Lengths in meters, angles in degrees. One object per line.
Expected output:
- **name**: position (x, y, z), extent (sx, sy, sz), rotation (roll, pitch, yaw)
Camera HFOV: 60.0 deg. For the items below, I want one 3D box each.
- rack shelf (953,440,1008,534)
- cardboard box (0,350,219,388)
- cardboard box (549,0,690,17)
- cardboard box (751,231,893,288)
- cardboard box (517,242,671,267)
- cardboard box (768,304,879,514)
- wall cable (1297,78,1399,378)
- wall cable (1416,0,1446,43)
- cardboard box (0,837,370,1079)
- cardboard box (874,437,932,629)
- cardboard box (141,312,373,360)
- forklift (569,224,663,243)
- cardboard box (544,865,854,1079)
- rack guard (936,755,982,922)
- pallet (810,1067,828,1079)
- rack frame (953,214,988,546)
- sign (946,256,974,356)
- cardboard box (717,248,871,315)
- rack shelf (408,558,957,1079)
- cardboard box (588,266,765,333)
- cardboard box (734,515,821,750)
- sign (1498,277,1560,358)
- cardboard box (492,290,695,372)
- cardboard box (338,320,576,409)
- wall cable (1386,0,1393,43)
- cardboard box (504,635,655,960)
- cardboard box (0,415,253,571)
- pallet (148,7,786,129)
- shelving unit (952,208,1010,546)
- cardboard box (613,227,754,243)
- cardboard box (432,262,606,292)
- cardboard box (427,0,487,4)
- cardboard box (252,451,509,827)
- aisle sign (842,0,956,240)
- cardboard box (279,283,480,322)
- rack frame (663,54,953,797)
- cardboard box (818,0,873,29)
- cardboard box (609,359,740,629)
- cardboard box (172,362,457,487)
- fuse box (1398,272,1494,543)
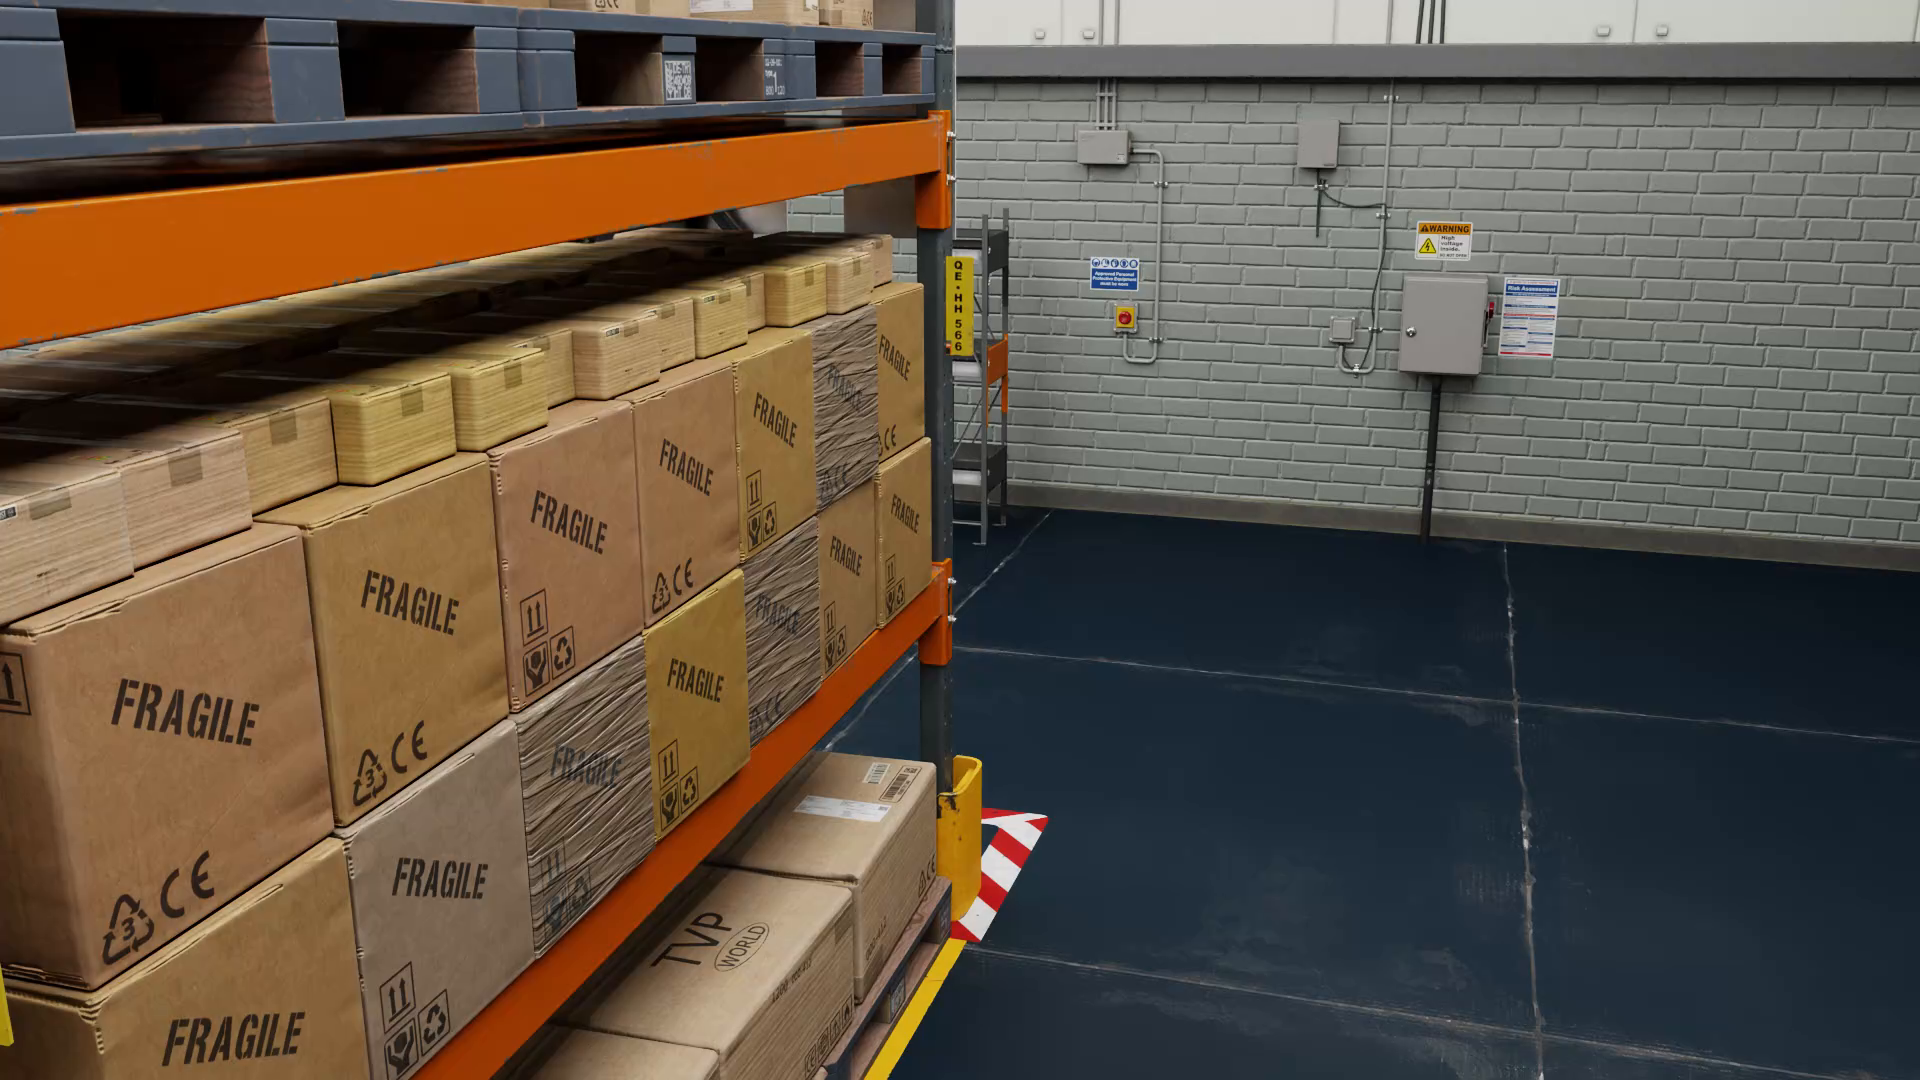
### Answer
- **rack shelf**: position (0.047, -0.367, 10.890), extent (0.431, 0.518, 0.480), rotation (5, 16, 16)
- **cardboard box**: position (-1.561, -0.240, 2.975), extent (0.380, 0.149, 0.250), rotation (4, 16, 15)
- **cardboard box**: position (-0.994, -1.410, 4.017), extent (0.500, 0.311, 0.500), rotation (5, 17, 17)
- **cardboard box**: position (-0.431, -0.879, 5.228), extent (0.380, 0.149, 0.250), rotation (5, 17, 17)
- **cardboard box**: position (-1.077, -0.784, 4.892), extent (0.380, 0.149, 0.250), rotation (5, 17, 18)
- **cardboard box**: position (-0.550, -0.393, 4.702), extent (0.500, 0.500, 0.500), rotation (5, 16, 16)
- **wall cable**: position (2.423, -2.006, 10.544), extent (0.588, 1.984, 0.122), rotation (5, 16, 16)
- **wall cable**: position (4.206, -4.277, 9.348), extent (2.988, 3.039, 0.133), rotation (5, 16, 16)
- **cardboard box**: position (-1.273, 0.748, 2.510), extent (0.500, 0.500, 0.500), rotation (5, 17, 18)
- **cardboard box**: position (-0.404, -0.049, 5.321), extent (0.500, 0.500, 0.500), rotation (5, 17, 16)
- **cardboard box**: position (-1.451, -0.377, 3.457), extent (0.380, 0.149, 0.250), rotation (4, 16, 15)
- **forklift**: position (-2.307, -1.111, 9.376), extent (3.031, 2.935, 1.130), rotation (-6, 17, -22)
- **cardboard box**: position (-0.864, 1.304, 4.662), extent (0.875, 0.438, 0.875), rotation (5, 17, 17)
- **rack guard**: position (-0.514, 1.049, 6.216), extent (1.175, 0.500, 0.348), rotation (5, 16, 16)
- **pallet**: position (-1.021, 1.727, 4.352), extent (1.003, 0.211, 1.213), rotation (5, 16, 16)
- **rack frame**: position (-0.022, -0.990, 10.470), extent (0.400, 2.100, 0.015), rotation (5, 16, 16)
- **sign**: position (-0.004, -0.773, 5.501), extent (0.100, 0.325, 0.005), rotation (5, 16, 16)
- **cardboard box**: position (-0.472, -0.737, 4.726), extent (0.380, 0.149, 0.250), rotation (4, 16, 15)
- **rack shelf**: position (-1.089, 0.722, 4.106), extent (1.077, 0.370, 4.000), rotation (5, 16, 16)
- **cardboard box**: position (-0.726, -0.611, 4.283), extent (0.380, 0.149, 0.250), rotation (4, 16, 15)
- **cardboard box**: position (-0.698, 0.217, 4.386), extent (0.500, 0.500, 0.500), rotation (5, 17, 17)
- **sign**: position (3.564, -1.394, 10.420), extent (0.329, 0.494, 0.001), rotation (5, 16, 16)
- **cardboard box**: position (-0.833, -0.474, 3.799), extent (0.380, 0.149, 0.250), rotation (5, 17, 18)
- **cardboard box**: position (-1.004, -0.343, 3.336), extent (0.380, 0.149, 0.250), rotation (5, 16, 16)
- **wall cable**: position (1.546, -4.485, 10.149), extent (2.355, 3.000, 0.029), rotation (5, 16, 16)
- **cardboard box**: position (-0.978, 0.487, 3.431), extent (0.500, 0.500, 0.500), rotation (5, 17, 16)
- **cardboard box**: position (-1.261, -0.073, 2.385), extent (0.380, 0.149, 0.250), rotation (5, 17, 17)
- **pallet**: position (-1.066, -1.033, 3.639), extent (1.003, 0.211, 1.213), rotation (5, 16, 16)
- **shelving unit**: position (0.047, -1.053, 10.696), extent (0.431, 2.100, 0.503), rotation (5, 16, 16)
- **cardboard box**: position (-0.887, -0.917, 5.362), extent (0.380, 0.149, 0.250), rotation (5, 17, 17)
- **cardboard box**: position (-1.158, -0.641, 4.388), extent (0.380, 0.149, 0.250), rotation (5, 17, 16)
- **cardboard box**: position (-1.305, -1.199, 2.921), extent (0.797, 0.503, 0.637), rotation (6, 17, 20)
- **cardboard box**: position (-1.140, 0.132, 2.850), extent (0.500, 0.500, 0.500), rotation (4, 16, 15)
- **aisle sign**: position (-0.203, -1.393, 5.479), extent (0.394, 0.787, 0.004), rotation (5, 16, 16)
- **cardboard box**: position (-1.368, -0.515, 3.943), extent (0.380, 0.149, 0.250), rotation (4, 16, 15)
- **rack frame**: position (-0.521, -0.148, 5.852), extent (1.000, 3.000, 0.127), rotation (5, 16, 16)
- **cardboard box**: position (-0.562, -1.644, 4.953), extent (0.500, 0.250, 0.500), rotation (3, 16, 11)
- **cardboard box**: position (-0.838, -0.132, 3.784), extent (0.500, 0.500, 0.500), rotation (5, 16, 15)
- **cardboard box**: position (-1.100, -0.203, 2.845), extent (0.380, 0.149, 0.250), rotation (5, 16, 15)
- **fuse box**: position (3.032, -0.804, 10.527), extent (0.539, 1.711, 0.414), rotation (5, 16, 16)
